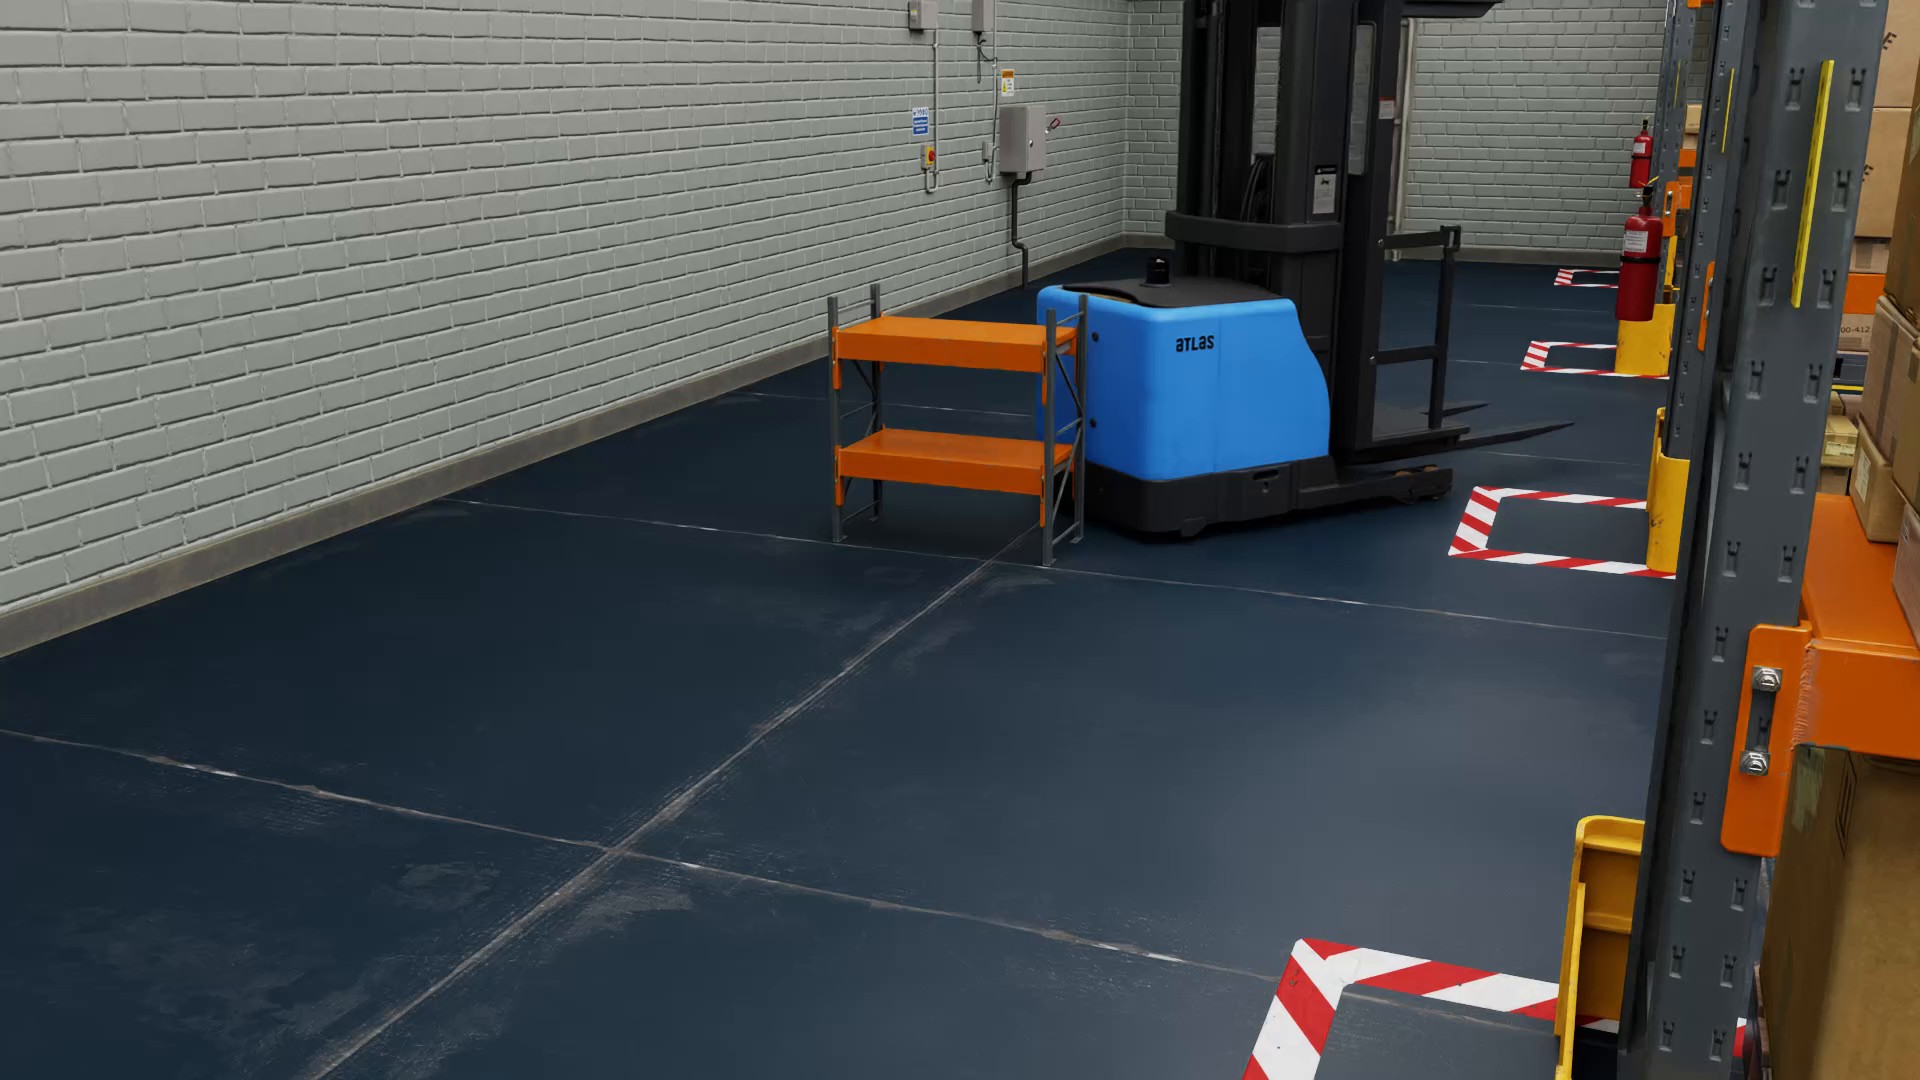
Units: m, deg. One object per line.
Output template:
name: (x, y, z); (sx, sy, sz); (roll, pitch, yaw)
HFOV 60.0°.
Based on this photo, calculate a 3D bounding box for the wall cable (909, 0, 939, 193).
wall cable: (-0.249, -3.818, 13.565); (0.123, 1.953, 0.585); (6, 17, 21)

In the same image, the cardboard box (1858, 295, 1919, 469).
cardboard box: (1.917, -0.264, 2.938); (0.500, 0.250, 0.500); (6, 17, 20)

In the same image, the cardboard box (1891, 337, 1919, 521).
cardboard box: (1.716, -0.125, 2.461); (0.500, 0.250, 0.500); (6, 17, 19)

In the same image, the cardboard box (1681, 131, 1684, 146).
cardboard box: (7.230, -3.947, 16.339); (0.250, 0.149, 0.380); (6, 17, 20)

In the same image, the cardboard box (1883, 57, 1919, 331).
cardboard box: (1.919, -0.623, 2.830); (0.500, 0.500, 0.500); (7, 17, 21)

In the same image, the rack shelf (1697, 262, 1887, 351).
rack shelf: (5.143, -0.900, 6.683); (4.000, 0.370, 1.077); (6, 17, 21)

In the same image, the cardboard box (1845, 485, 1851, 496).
cardboard box: (3.926, -0.140, 7.137); (0.250, 0.149, 0.380); (6, 17, 20)

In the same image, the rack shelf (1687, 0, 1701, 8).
rack shelf: (6.866, -3.634, 10.722); (4.000, 0.370, 1.077); (6, 17, 21)

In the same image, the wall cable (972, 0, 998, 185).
wall cable: (0.261, -4.172, 14.841); (0.122, 1.984, 0.588); (6, 17, 21)

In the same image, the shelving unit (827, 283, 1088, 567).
shelving unit: (-0.006, -0.541, 7.519); (1.048, 1.125, 0.538); (6, 17, 21)

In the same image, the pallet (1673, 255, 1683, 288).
pallet: (7.636, -2.603, 16.263); (1.213, 0.211, 1.003); (6, 17, 21)

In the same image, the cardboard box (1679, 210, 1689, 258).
cardboard box: (7.357, -2.947, 16.170); (0.637, 0.503, 0.797); (6, 17, 18)

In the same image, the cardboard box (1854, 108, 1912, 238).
cardboard box: (3.599, -1.523, 6.827); (0.500, 0.500, 0.500); (7, 18, 23)

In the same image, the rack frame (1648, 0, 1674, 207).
rack frame: (6.823, -4.032, 16.181); (0.127, 3.000, 1.000); (6, 17, 21)

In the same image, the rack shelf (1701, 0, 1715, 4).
rack shelf: (8.683, -4.922, 15.158); (4.000, 0.370, 1.077); (6, 17, 21)

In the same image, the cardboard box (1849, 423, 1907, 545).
cardboard box: (1.821, -0.102, 3.096); (0.250, 0.149, 0.380); (7, 17, 22)

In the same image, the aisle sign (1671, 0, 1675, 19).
aisle sign: (5.052, -4.080, 11.685); (0.004, 0.787, 0.394); (6, 17, 21)

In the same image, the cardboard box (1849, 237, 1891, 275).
cardboard box: (3.716, -1.196, 6.863); (0.250, 0.149, 0.380); (7, 18, 23)

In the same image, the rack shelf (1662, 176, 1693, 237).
rack shelf: (6.866, -2.194, 11.141); (4.000, 0.370, 1.077); (6, 17, 21)

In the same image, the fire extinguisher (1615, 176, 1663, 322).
fire extinguisher: (3.218, -1.379, 7.851); (0.183, 0.674, 0.296); (6, 17, 21)

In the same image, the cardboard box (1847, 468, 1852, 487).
cardboard box: (3.910, -0.262, 7.024); (0.250, 0.149, 0.380); (6, 17, 20)

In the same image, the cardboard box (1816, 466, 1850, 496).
cardboard box: (3.676, -0.305, 7.171); (0.250, 0.149, 0.380); (7, 18, 23)

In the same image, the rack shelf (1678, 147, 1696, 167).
rack shelf: (8.683, -3.482, 15.576); (4.000, 0.370, 1.077); (6, 17, 21)

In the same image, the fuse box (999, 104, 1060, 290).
fuse box: (0.658, -3.226, 15.716); (0.414, 1.711, 0.539); (6, 17, 21)

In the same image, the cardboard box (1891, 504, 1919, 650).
cardboard box: (1.578, 0.069, 2.507); (0.250, 0.149, 0.380); (6, 17, 21)

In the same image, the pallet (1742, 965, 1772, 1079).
pallet: (2.141, 1.227, 3.069); (1.213, 0.211, 1.003); (6, 17, 21)

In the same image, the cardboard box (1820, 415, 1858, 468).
cardboard box: (3.646, -0.426, 7.055); (0.250, 0.149, 0.380); (5, 17, 18)

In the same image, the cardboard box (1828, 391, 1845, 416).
cardboard box: (3.868, -0.580, 7.583); (0.250, 0.149, 0.380); (6, 17, 21)

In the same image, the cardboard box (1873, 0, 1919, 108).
cardboard box: (3.603, -2.006, 6.697); (0.500, 0.500, 0.500); (6, 17, 20)

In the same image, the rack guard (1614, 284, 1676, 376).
rack guard: (4.983, -1.546, 12.102); (0.348, 0.500, 1.175); (6, 17, 21)

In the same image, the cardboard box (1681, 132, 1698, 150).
cardboard box: (7.028, -3.806, 15.855); (0.250, 0.149, 0.380); (6, 17, 20)

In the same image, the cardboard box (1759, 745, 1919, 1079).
cardboard box: (1.994, 0.690, 2.975); (0.875, 0.875, 0.875); (6, 17, 21)

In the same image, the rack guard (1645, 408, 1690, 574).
rack guard: (3.354, -0.242, 7.609); (0.348, 0.500, 1.175); (6, 17, 21)

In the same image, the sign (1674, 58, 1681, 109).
sign: (4.796, -3.054, 11.120); (0.005, 0.325, 0.100); (6, 17, 21)

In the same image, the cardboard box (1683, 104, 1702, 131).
cardboard box: (7.348, -4.124, 16.235); (0.500, 0.250, 0.500); (7, 18, 22)

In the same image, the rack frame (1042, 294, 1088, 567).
rack frame: (0.467, -0.489, 7.340); (0.032, 1.125, 0.500); (6, 17, 21)

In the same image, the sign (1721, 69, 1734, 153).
sign: (3.084, -1.725, 6.682); (0.005, 0.325, 0.100); (6, 17, 21)

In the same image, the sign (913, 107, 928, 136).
sign: (-0.324, -3.438, 13.652); (0.001, 0.218, 0.327); (6, 17, 21)

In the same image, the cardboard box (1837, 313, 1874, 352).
cardboard box: (6.510, -1.582, 11.586); (0.875, 0.438, 0.875); (7, 18, 22)

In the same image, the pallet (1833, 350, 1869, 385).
pallet: (5.778, -1.343, 11.922); (1.213, 0.211, 1.003); (6, 17, 21)

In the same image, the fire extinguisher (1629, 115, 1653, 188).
fire extinguisher: (6.516, -3.711, 15.883); (0.183, 0.674, 0.296); (6, 17, 21)

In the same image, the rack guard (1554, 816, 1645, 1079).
rack guard: (1.347, 1.024, 3.249); (0.348, 0.500, 1.175); (6, 17, 21)

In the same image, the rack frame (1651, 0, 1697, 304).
rack frame: (5.005, -2.744, 11.745); (0.127, 3.000, 1.000); (6, 17, 21)

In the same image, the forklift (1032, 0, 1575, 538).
forklift: (1.891, -1.701, 8.276); (3.031, 2.935, 1.130); (-9, 19, -29)

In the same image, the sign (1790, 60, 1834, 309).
sign: (1.160, -0.484, 2.266); (0.005, 0.325, 0.100); (6, 17, 21)

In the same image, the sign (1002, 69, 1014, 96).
sign: (0.445, -4.248, 15.445); (0.001, 0.242, 0.339); (6, 17, 21)

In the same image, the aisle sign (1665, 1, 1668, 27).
aisle sign: (6.652, -5.211, 15.580); (0.004, 0.787, 0.394); (6, 17, 21)

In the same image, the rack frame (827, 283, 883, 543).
rack frame: (-0.479, -0.593, 7.698); (0.032, 1.125, 0.500); (6, 17, 21)

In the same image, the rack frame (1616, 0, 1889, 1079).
rack frame: (1.369, -0.174, 2.892); (0.127, 3.000, 1.000); (6, 17, 21)

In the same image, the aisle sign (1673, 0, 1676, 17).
aisle sign: (4.832, -3.925, 11.149); (0.004, 0.787, 0.394); (6, 17, 21)

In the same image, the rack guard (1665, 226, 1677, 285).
rack guard: (6.894, -2.823, 16.503); (0.348, 0.500, 1.175); (6, 17, 21)

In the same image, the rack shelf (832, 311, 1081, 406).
rack shelf: (-0.006, -0.822, 7.438); (1.000, 0.278, 0.538); (6, 17, 21)

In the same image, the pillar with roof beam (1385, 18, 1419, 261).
pillar with roof beam: (3.066, -6.306, 13.254); (0.400, 9.000, 9.100); (6, 17, 21)

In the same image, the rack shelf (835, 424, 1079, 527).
rack shelf: (-0.006, -0.306, 7.587); (1.000, 0.278, 0.538); (6, 17, 21)

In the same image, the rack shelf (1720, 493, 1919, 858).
rack shelf: (3.229, 0.376, 2.287); (4.000, 0.370, 1.077); (6, 17, 21)

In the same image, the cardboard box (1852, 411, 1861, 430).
cardboard box: (3.946, -0.429, 7.065); (0.250, 0.149, 0.380); (7, 17, 22)

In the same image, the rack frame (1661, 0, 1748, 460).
rack frame: (3.283, -1.450, 7.287); (0.127, 3.000, 1.000); (6, 17, 21)

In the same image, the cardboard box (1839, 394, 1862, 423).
cardboard box: (4.081, -0.539, 7.443); (0.250, 0.149, 0.380); (7, 17, 22)

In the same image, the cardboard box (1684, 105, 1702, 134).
cardboard box: (7.146, -3.986, 15.760); (0.500, 0.250, 0.500); (6, 17, 21)
